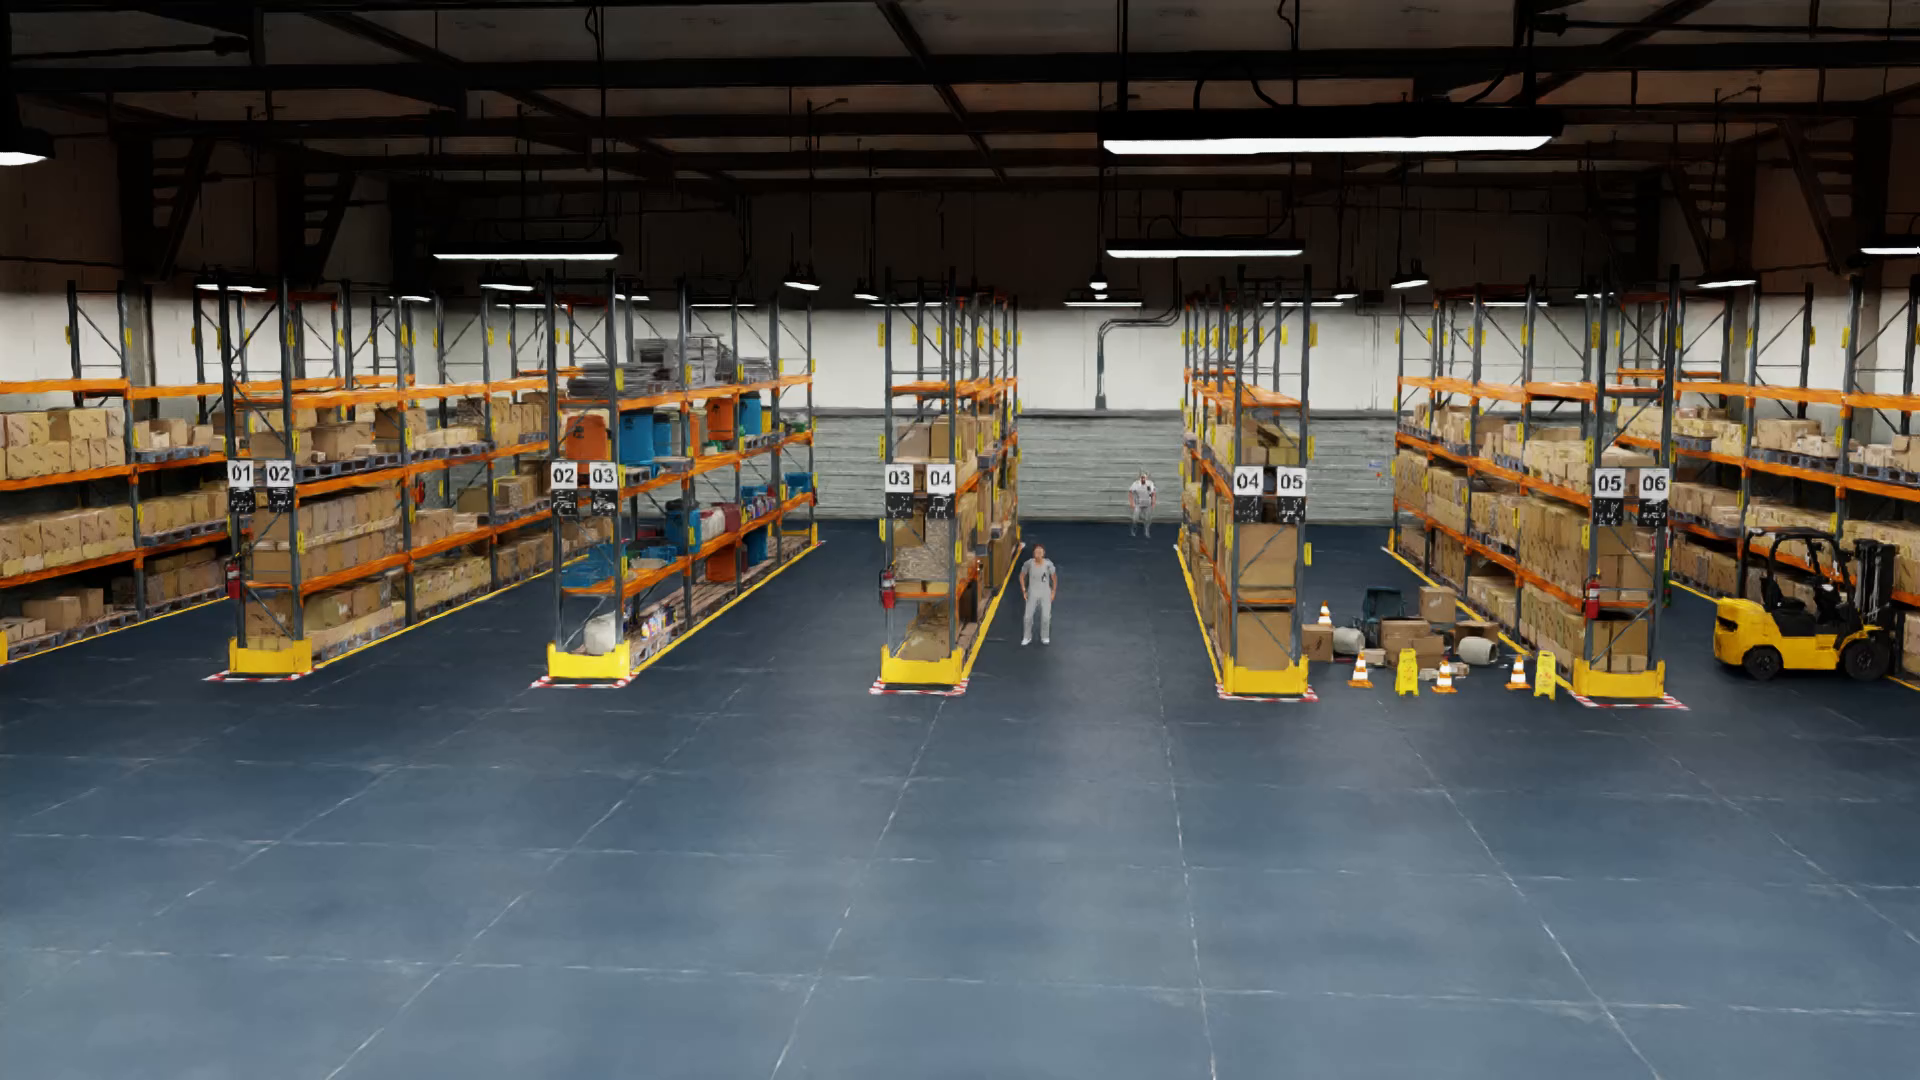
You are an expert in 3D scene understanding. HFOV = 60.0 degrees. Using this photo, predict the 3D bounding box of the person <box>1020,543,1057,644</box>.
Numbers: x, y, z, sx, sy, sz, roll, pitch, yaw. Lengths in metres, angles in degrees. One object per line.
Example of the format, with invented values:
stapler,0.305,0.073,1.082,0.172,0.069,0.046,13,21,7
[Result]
person,1.210,0.822,25.663,0.580,1.593,0.506,0,7,3

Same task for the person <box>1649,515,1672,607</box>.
person,13.033,0.336,31.052,0.581,1.785,0.664,4,8,29

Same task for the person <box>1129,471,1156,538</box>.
person,4.573,-0.901,41.678,0.682,1.711,0.542,0,7,4
